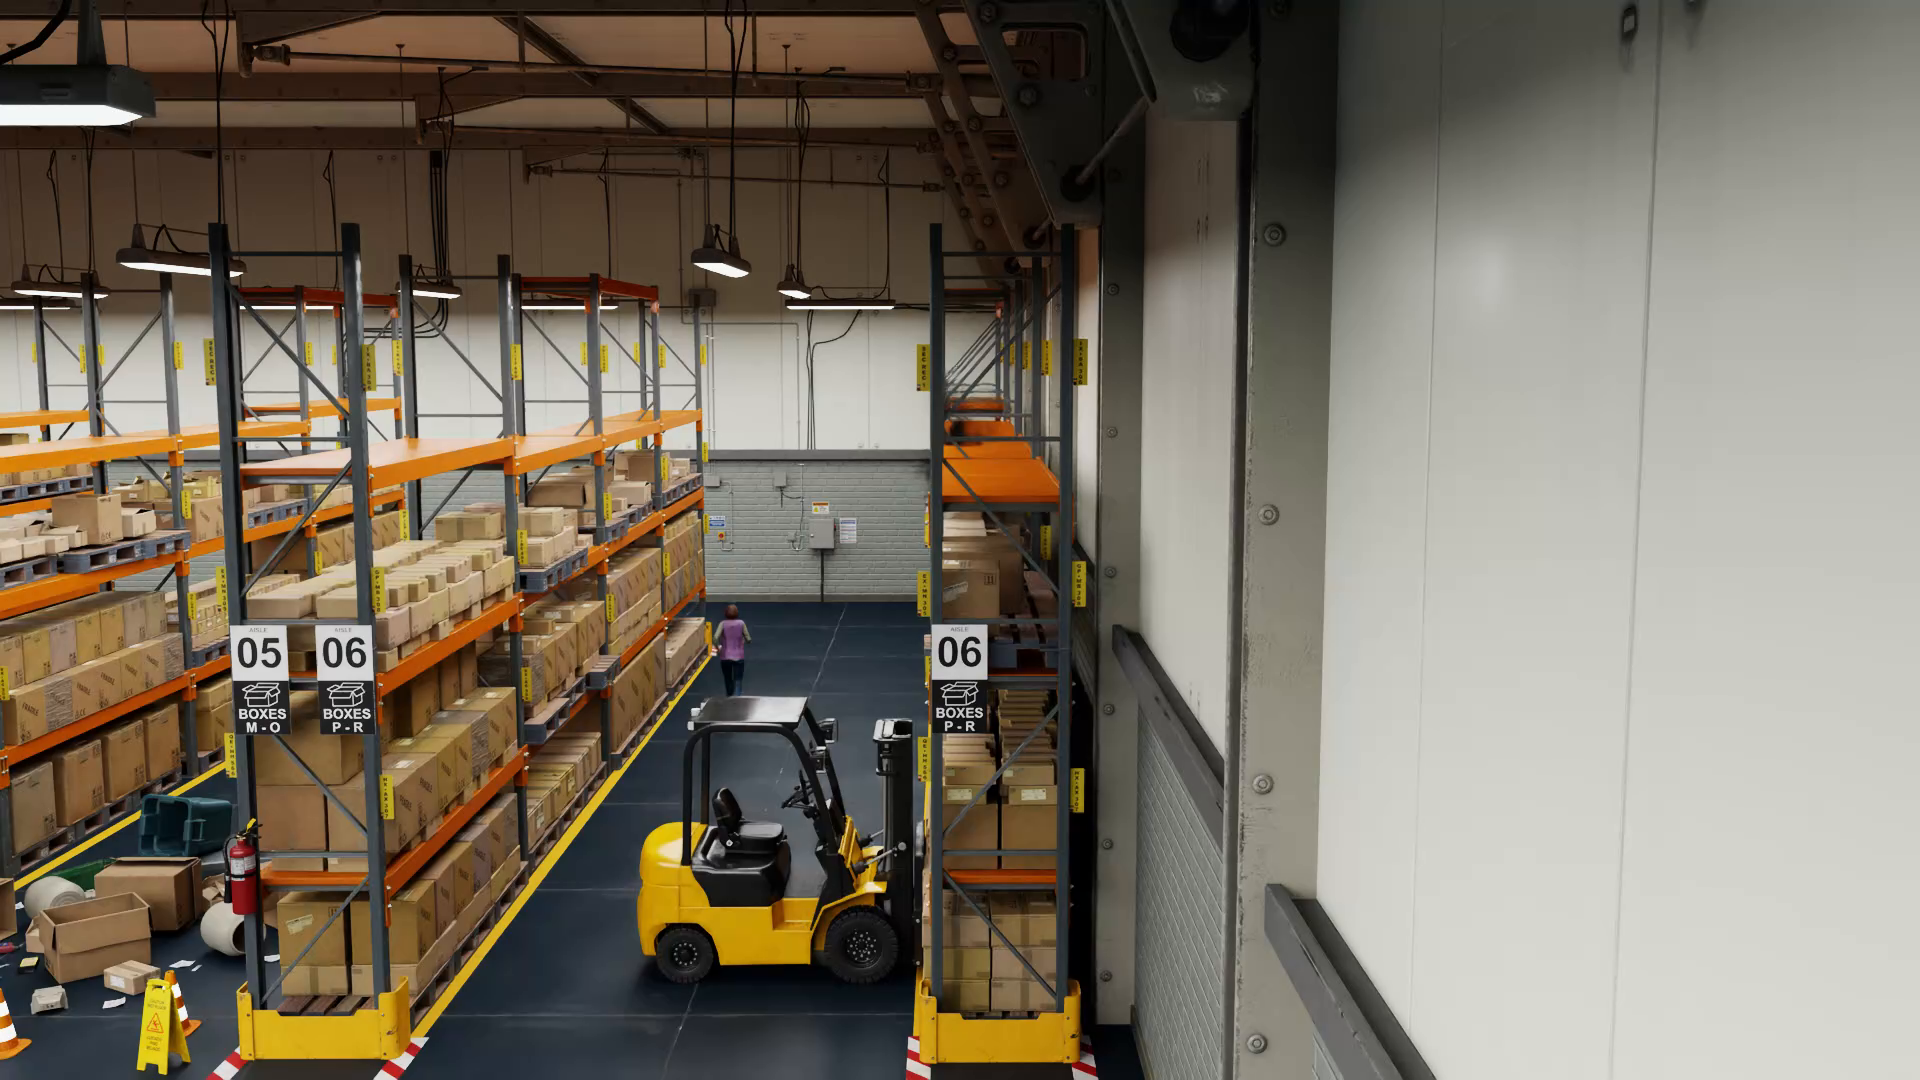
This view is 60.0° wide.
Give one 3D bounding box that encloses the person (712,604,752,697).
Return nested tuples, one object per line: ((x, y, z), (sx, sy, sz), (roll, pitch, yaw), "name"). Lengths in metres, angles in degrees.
((-3.172, 1.686, 23.199), (0.544, 1.578, 0.840), (-1, 7, -8), "person")

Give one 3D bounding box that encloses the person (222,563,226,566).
((-11.446, 1.250, 26.189), (0.717, 1.842, 0.759), (1, 7, 6), "person")
